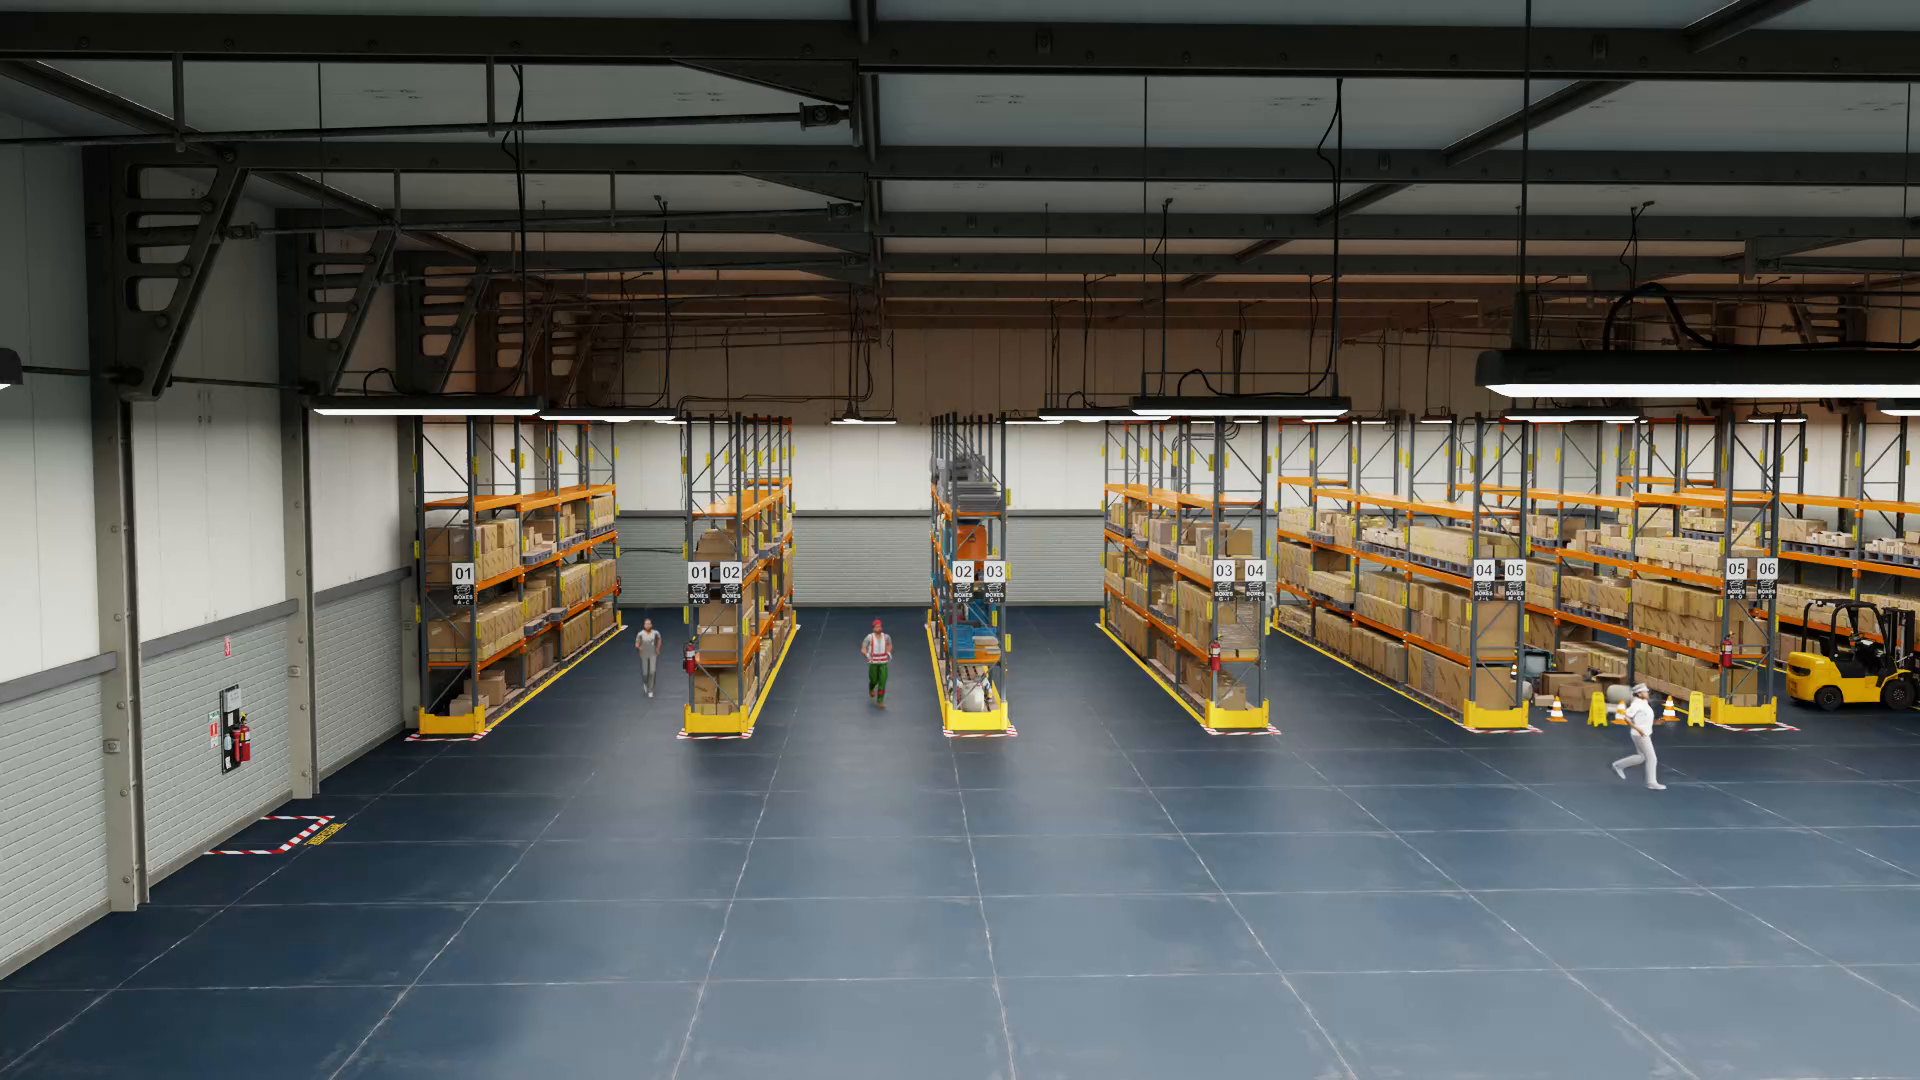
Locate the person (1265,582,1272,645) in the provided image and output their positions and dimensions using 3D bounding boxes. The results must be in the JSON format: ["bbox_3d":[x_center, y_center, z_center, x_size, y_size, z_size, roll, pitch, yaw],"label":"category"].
[{"bbox_3d":[7.949,1.935,43.244,0.392,1.690,0.601,-1,4,-11],"label":"person"}]

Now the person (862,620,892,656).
[{"bbox_3d":[-1.681,2.009,34.073,0.657,0.741,0.377,-1,4,-14],"label":"person"}]

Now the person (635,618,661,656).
[{"bbox_3d":[-6.602,2.070,35.244,0.550,0.813,0.545,-1,4,-13],"label":"person"}]

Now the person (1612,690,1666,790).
[{"bbox_3d":[10.786,3.114,26.376,0.831,1.613,0.588,3,5,36],"label":"person"}]
